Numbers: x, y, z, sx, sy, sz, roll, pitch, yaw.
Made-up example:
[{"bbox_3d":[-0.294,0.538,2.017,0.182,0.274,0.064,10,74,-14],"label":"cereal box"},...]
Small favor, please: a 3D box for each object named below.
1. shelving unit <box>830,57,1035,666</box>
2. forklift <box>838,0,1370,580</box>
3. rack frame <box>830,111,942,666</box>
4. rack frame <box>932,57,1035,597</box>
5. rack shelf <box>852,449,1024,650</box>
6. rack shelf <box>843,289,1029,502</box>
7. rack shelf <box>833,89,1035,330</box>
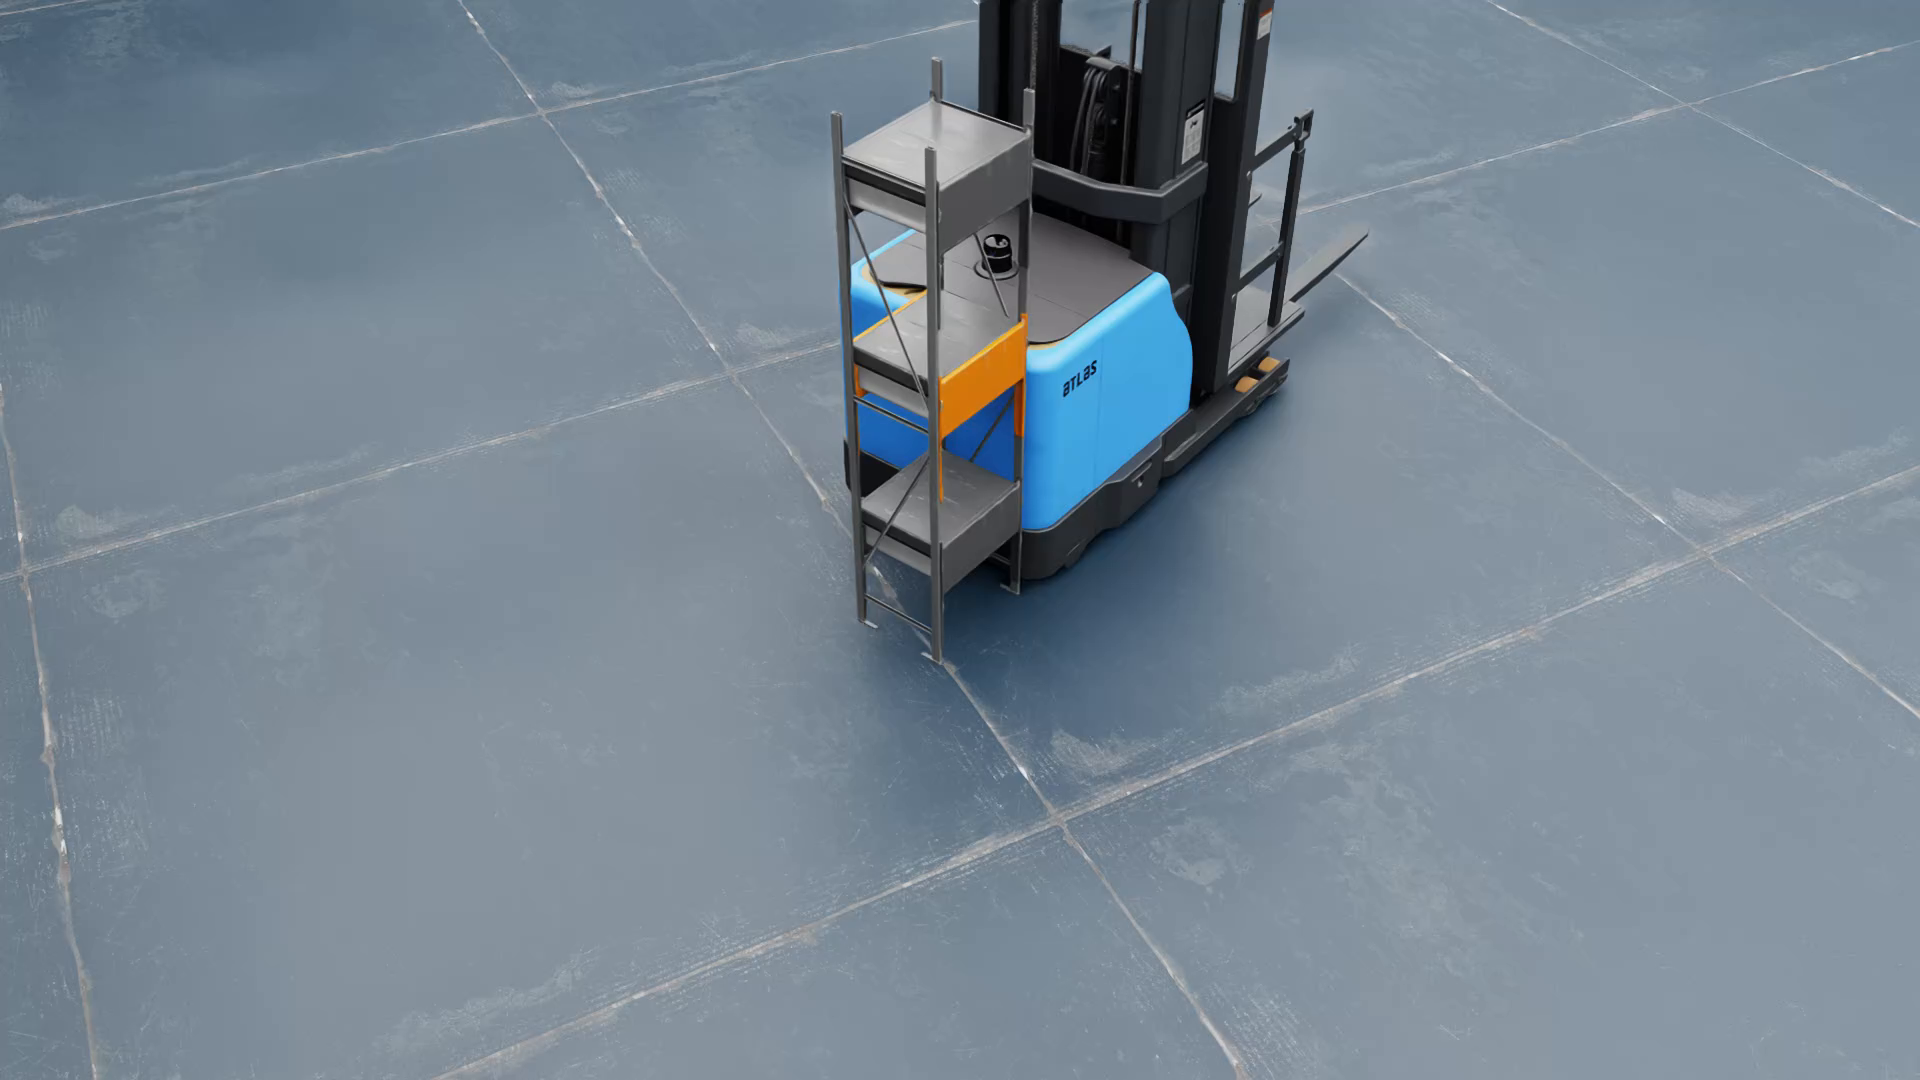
[{"bbox_3d":[-0.079,-0.539,5.762,0.431,2.100,0.503,27,47,28],"label":"shelving unit"},{"bbox_3d":[0.829,-1.859,6.678,1.130,2.935,3.031,27,47,28],"label":"forklift"},{"bbox_3d":[-0.230,-0.415,5.615,0.400,2.100,0.015,27,47,28],"label":"rack frame"},{"bbox_3d":[0.071,-0.664,5.909,0.400,2.100,0.015,27,47,28],"label":"rack frame"},{"bbox_3d":[-0.079,0.005,6.223,0.431,0.518,0.480,27,47,28],"label":"rack shelf"},{"bbox_3d":[-0.079,-0.529,5.771,0.431,0.518,0.480,27,47,28],"label":"rack shelf"},{"bbox_3d":[-0.079,-1.063,5.319,0.431,0.518,0.480,27,47,28],"label":"rack shelf"}]
